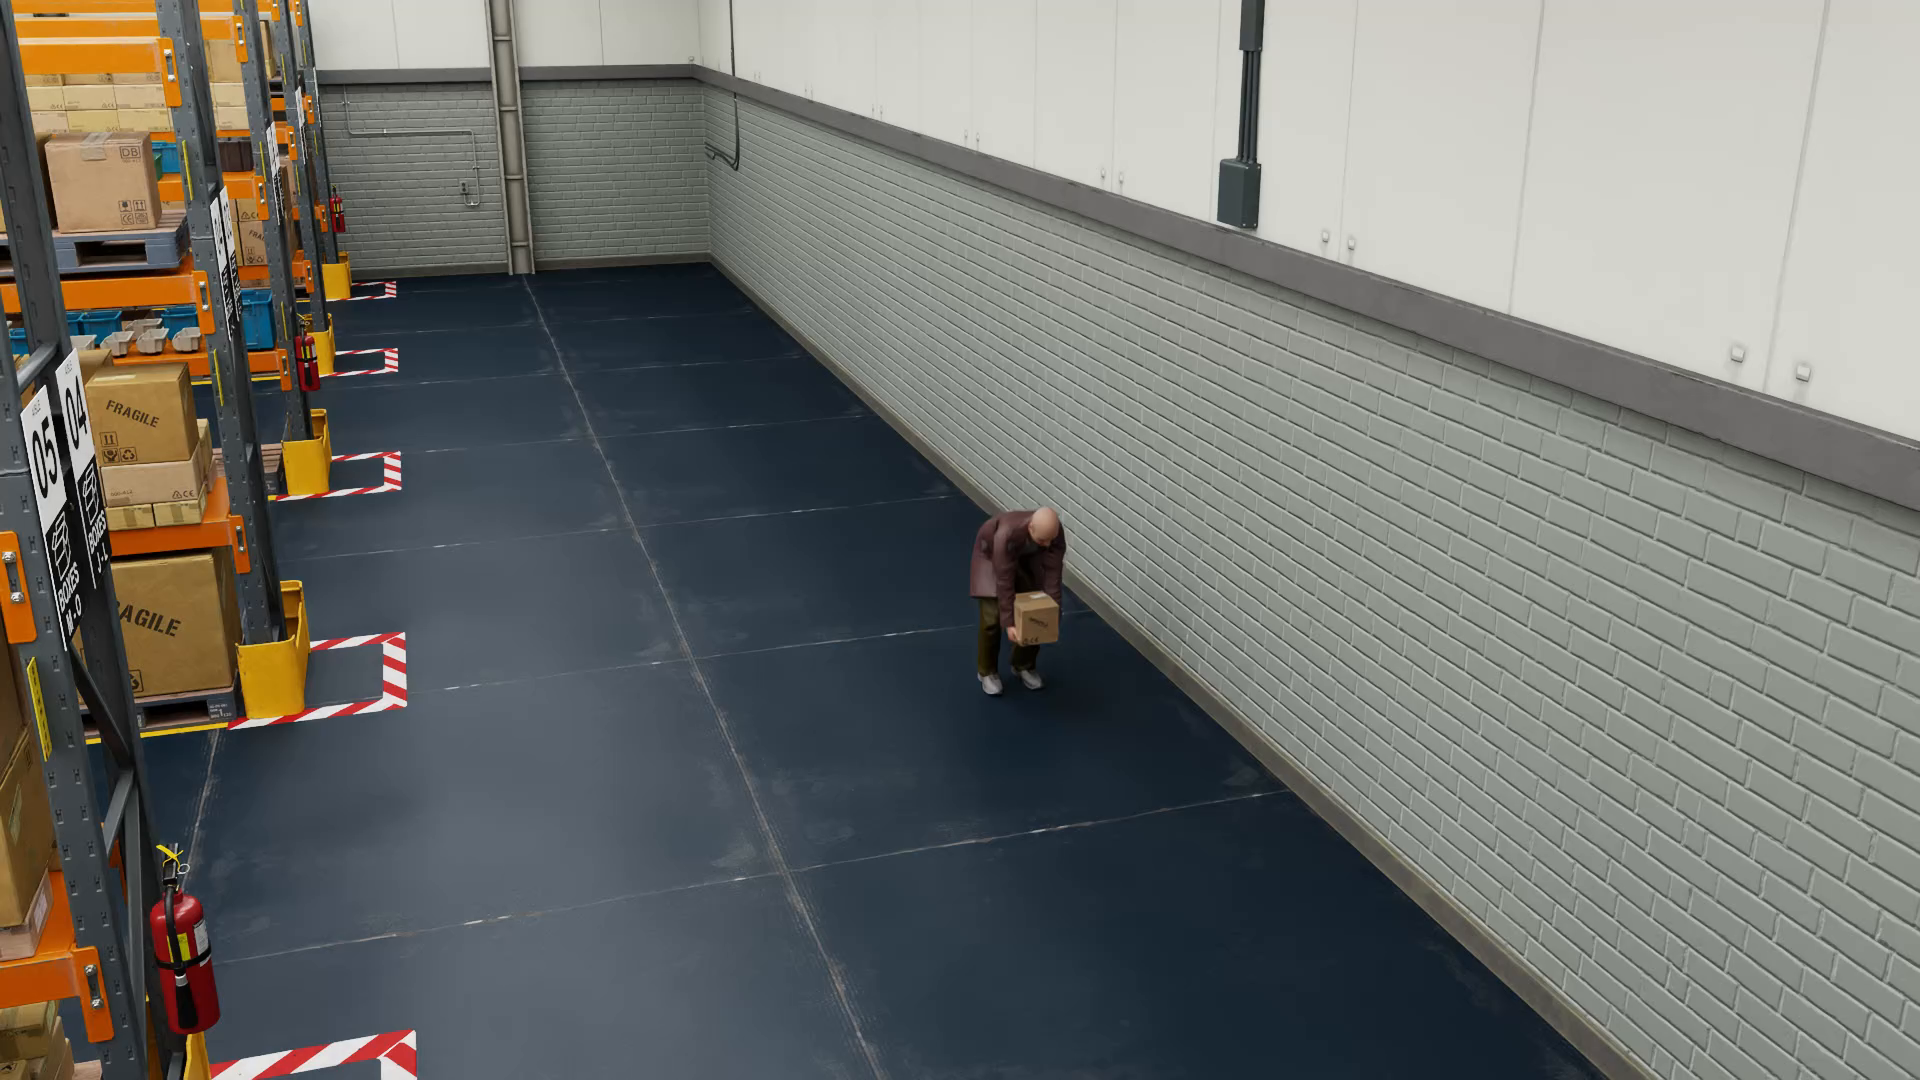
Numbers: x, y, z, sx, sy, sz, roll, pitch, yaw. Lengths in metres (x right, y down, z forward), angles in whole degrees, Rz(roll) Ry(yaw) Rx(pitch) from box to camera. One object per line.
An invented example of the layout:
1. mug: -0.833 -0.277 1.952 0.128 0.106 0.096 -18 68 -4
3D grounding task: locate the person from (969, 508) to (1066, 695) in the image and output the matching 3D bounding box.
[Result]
1. person: 0.385 0.362 10.649 0.562 1.382 0.876 -7 20 -19
